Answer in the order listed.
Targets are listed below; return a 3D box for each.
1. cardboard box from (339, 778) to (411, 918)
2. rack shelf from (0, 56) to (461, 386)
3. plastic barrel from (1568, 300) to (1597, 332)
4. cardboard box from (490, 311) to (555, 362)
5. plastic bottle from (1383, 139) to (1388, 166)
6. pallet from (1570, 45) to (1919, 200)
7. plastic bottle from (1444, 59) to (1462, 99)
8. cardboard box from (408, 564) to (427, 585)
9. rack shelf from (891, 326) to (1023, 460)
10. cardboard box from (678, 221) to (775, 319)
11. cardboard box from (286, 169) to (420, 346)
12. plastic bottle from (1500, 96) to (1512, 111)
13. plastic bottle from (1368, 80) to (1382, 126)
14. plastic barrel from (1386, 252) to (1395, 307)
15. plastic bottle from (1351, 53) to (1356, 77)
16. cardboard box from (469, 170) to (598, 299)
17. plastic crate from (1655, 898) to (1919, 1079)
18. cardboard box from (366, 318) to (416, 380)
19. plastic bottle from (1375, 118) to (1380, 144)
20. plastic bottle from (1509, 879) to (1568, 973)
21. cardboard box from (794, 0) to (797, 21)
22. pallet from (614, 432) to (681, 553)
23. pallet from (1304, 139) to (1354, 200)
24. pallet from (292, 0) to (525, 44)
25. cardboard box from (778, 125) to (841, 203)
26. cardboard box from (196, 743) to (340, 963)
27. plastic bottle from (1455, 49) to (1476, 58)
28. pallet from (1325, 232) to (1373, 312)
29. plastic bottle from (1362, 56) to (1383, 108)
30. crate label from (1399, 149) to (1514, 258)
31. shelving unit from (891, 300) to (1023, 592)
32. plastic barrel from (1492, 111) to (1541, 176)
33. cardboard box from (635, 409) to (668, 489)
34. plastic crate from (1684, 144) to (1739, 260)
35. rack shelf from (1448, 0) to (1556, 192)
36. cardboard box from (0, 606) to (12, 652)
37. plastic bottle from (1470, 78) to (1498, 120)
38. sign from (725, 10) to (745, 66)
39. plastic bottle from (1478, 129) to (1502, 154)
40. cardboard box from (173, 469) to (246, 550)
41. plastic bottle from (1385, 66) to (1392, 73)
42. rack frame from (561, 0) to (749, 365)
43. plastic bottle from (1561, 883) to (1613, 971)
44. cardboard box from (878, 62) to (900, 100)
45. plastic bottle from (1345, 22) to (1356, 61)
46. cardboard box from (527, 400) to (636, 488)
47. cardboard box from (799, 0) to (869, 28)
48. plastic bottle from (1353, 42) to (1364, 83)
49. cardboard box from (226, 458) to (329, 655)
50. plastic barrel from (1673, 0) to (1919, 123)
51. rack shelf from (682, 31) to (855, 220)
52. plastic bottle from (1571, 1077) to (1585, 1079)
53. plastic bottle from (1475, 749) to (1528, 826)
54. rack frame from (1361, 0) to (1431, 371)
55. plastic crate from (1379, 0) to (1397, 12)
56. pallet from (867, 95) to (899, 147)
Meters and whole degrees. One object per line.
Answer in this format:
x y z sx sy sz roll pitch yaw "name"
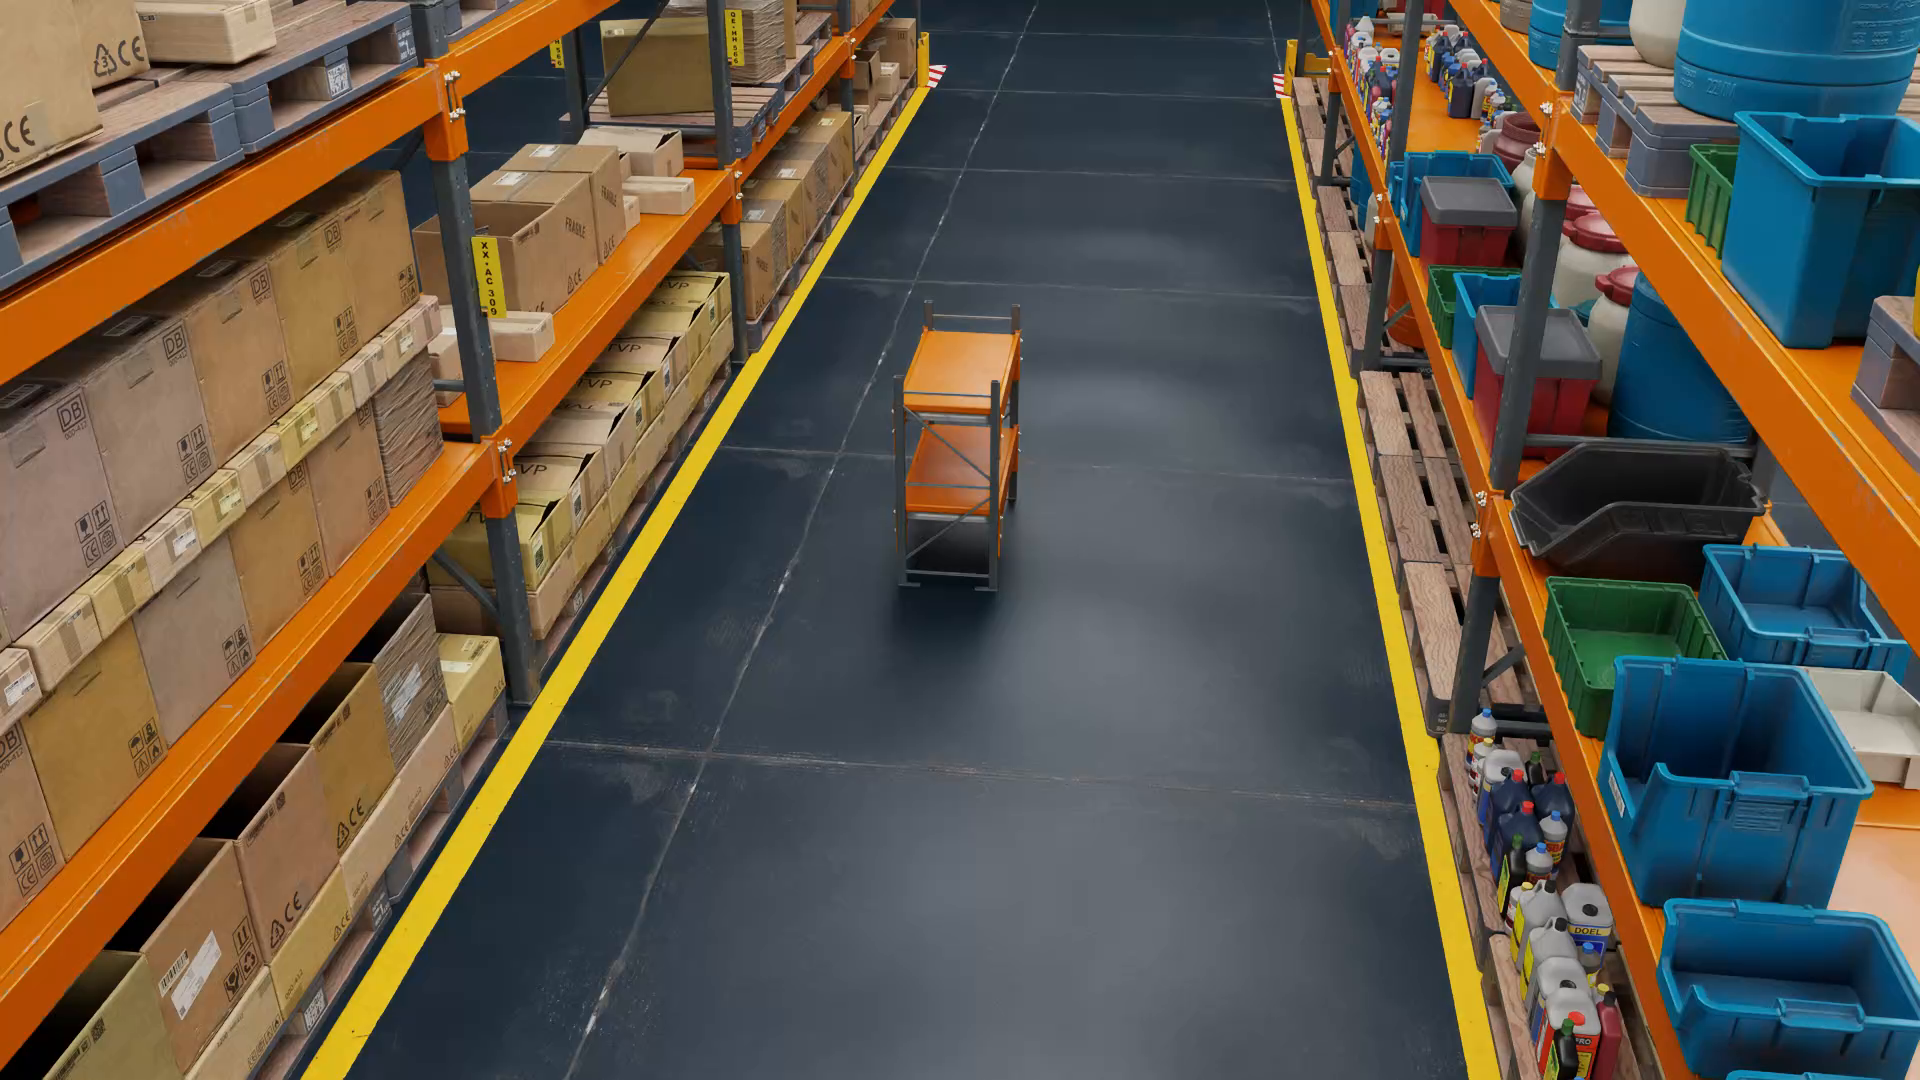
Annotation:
-2.345 1.090 6.020 0.500 0.250 0.500 3 28 6 "cardboard box"
-2.632 -0.700 4.482 1.077 0.370 4.000 3 28 6 "rack shelf"
2.843 -0.901 7.406 0.301 0.262 0.301 0 28 0 "plastic barrel"
-2.076 -0.932 7.582 0.380 0.149 0.250 3 28 6 "cardboard box"
2.677 -2.412 10.273 0.097 0.201 0.097 0 28 0 "plastic bottle"
2.537 -1.240 4.925 1.213 0.211 1.003 3 28 6 "pallet"
3.504 -3.269 11.791 0.097 0.271 0.097 0 28 0 "plastic bottle"
-2.622 -0.066 7.575 0.500 0.311 0.500 3 28 6 "cardboard box"
0.001 -0.756 8.350 0.538 0.278 1.000 3 28 6 "rack shelf"
-1.558 -1.811 11.121 0.500 0.500 0.500 5 29 8 "cardboard box"
-2.435 -1.043 6.051 0.700 0.500 0.500 3 29 6 "cardboard box"
3.539 -2.751 10.817 0.061 0.283 0.133 3 28 6 "plastic bottle"
2.785 -2.933 11.154 0.061 0.283 0.133 3 28 6 "plastic bottle"
3.042 -1.823 11.151 0.421 0.512 0.421 0 28 0 "plastic barrel"
2.976 -3.559 12.404 0.097 0.201 0.097 0 28 0 "plastic bottle"
-2.151 -1.526 8.314 0.500 0.500 0.500 3 28 6 "cardboard box"
1.888 1.042 3.810 0.499 0.251 0.408 3 28 6 "plastic crate"
-2.240 -0.710 6.117 0.380 0.149 0.250 3 28 5 "cardboard box"
2.741 -2.658 10.730 0.097 0.201 0.097 0 28 0 "plastic bottle"
1.942 1.269 5.560 0.144 0.351 0.185 3 28 6 "plastic bottle"
-1.687 -4.422 13.247 0.700 0.500 0.500 -6 29 -11 "cardboard box"
-2.189 -0.335 9.149 1.003 0.211 1.213 3 28 6 "pallet"
3.560 -3.234 14.531 1.003 0.211 1.213 3 28 6 "pallet"
-2.292 -2.290 6.877 0.805 0.209 1.217 2 28 4 "pallet"
-1.252 -3.015 13.356 0.500 0.500 0.500 3 29 6 "cardboard box"
-2.404 0.995 5.405 0.500 0.500 0.500 3 28 6 "cardboard box"
3.674 -3.445 12.113 0.152 0.276 0.135 3 28 6 "plastic bottle"
3.226 -1.949 12.146 1.003 0.211 1.213 3 28 6 "pallet"
2.884 -3.185 11.550 0.144 0.351 0.185 3 28 6 "plastic bottle"
2.628 -1.794 8.881 0.502 0.435 0.616 3 28 6 "crate label"
0.001 -0.498 8.489 0.538 1.125 1.048 3 28 6 "shelving unit"
3.262 -2.055 9.258 0.600 0.536 0.708 3 28 6 "plastic barrel"
-1.904 -0.511 8.993 0.500 0.250 0.500 4 29 7 "cardboard box"
2.065 -0.848 4.223 0.336 0.188 0.450 3 28 6 "plastic crate"
2.773 -2.293 7.440 1.077 0.370 4.000 3 28 6 "rack shelf"
-2.742 0.138 3.857 0.700 0.500 0.500 3 28 5 "cardboard box"
3.562 -3.014 11.312 0.152 0.276 0.135 3 28 6 "plastic bottle"
-1.346 -2.999 9.934 0.100 0.325 0.005 3 28 6 "sign"
3.241 -2.370 10.117 0.152 0.276 0.135 3 28 6 "plastic bottle"
-2.395 -0.104 4.991 0.380 0.149 0.250 4 29 8 "cardboard box"
3.058 -3.287 11.898 0.097 0.201 0.097 0 28 0 "plastic bottle"
-1.897 -2.520 10.266 1.000 3.000 0.127 3 28 6 "rack frame"
2.092 1.299 5.584 0.152 0.276 0.135 3 28 6 "plastic bottle"
-0.885 -4.554 16.475 0.500 0.250 0.500 3 28 6 "cardboard box"
3.024 -3.852 12.860 0.061 0.283 0.133 3 28 6 "plastic bottle"
-1.961 -0.518 8.414 0.500 0.311 0.500 2 28 5 "cardboard box"
-1.074 -4.671 14.153 0.500 0.500 0.500 4 29 8 "cardboard box"
2.931 -3.496 12.200 0.061 0.283 0.133 3 28 6 "plastic bottle"
-2.559 0.012 5.459 0.700 0.500 0.500 4 29 7 "cardboard box"
2.300 -1.612 4.445 0.600 0.901 0.708 3 28 6 "plastic barrel"
-1.652 -3.145 12.184 1.077 0.370 4.000 3 28 6 "rack shelf"
1.828 1.683 4.949 0.097 0.201 0.097 0 28 0 "plastic bottle"
2.042 0.936 6.258 0.152 0.276 0.135 4 29 8 "plastic bottle"
3.018 -2.231 9.728 1.000 3.000 0.127 3 28 6 "rack frame"
3.878 -4.796 14.551 0.437 0.282 0.530 3 28 6 "plastic crate"
-1.175 -4.075 16.091 1.003 0.211 1.213 3 28 6 "pallet"
